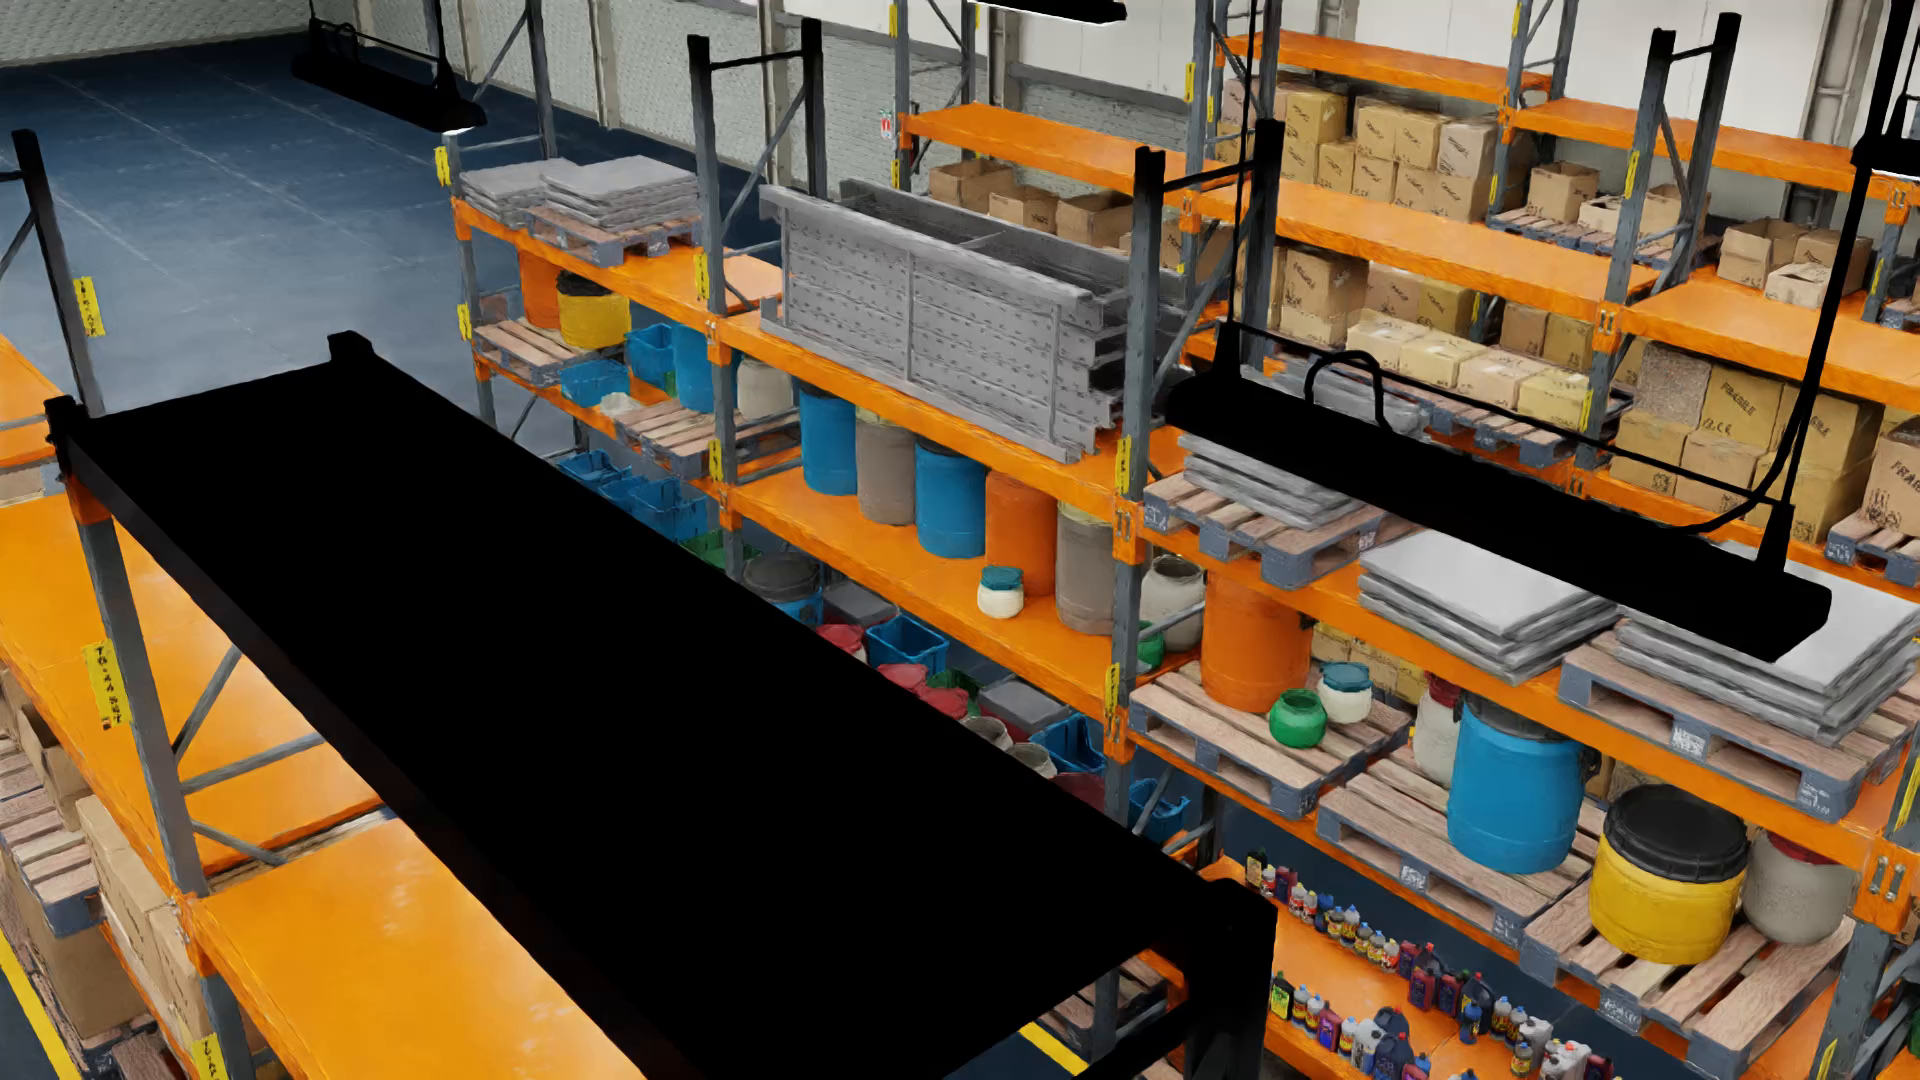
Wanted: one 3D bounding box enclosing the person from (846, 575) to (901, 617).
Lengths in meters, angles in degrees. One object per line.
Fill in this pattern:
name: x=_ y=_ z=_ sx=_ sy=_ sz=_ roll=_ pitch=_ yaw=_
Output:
person: x=-0.832 y=0.261 z=15.165 sx=0.543 sy=1.700 sz=1.115 roll=-20 pitch=33 yaw=-34
